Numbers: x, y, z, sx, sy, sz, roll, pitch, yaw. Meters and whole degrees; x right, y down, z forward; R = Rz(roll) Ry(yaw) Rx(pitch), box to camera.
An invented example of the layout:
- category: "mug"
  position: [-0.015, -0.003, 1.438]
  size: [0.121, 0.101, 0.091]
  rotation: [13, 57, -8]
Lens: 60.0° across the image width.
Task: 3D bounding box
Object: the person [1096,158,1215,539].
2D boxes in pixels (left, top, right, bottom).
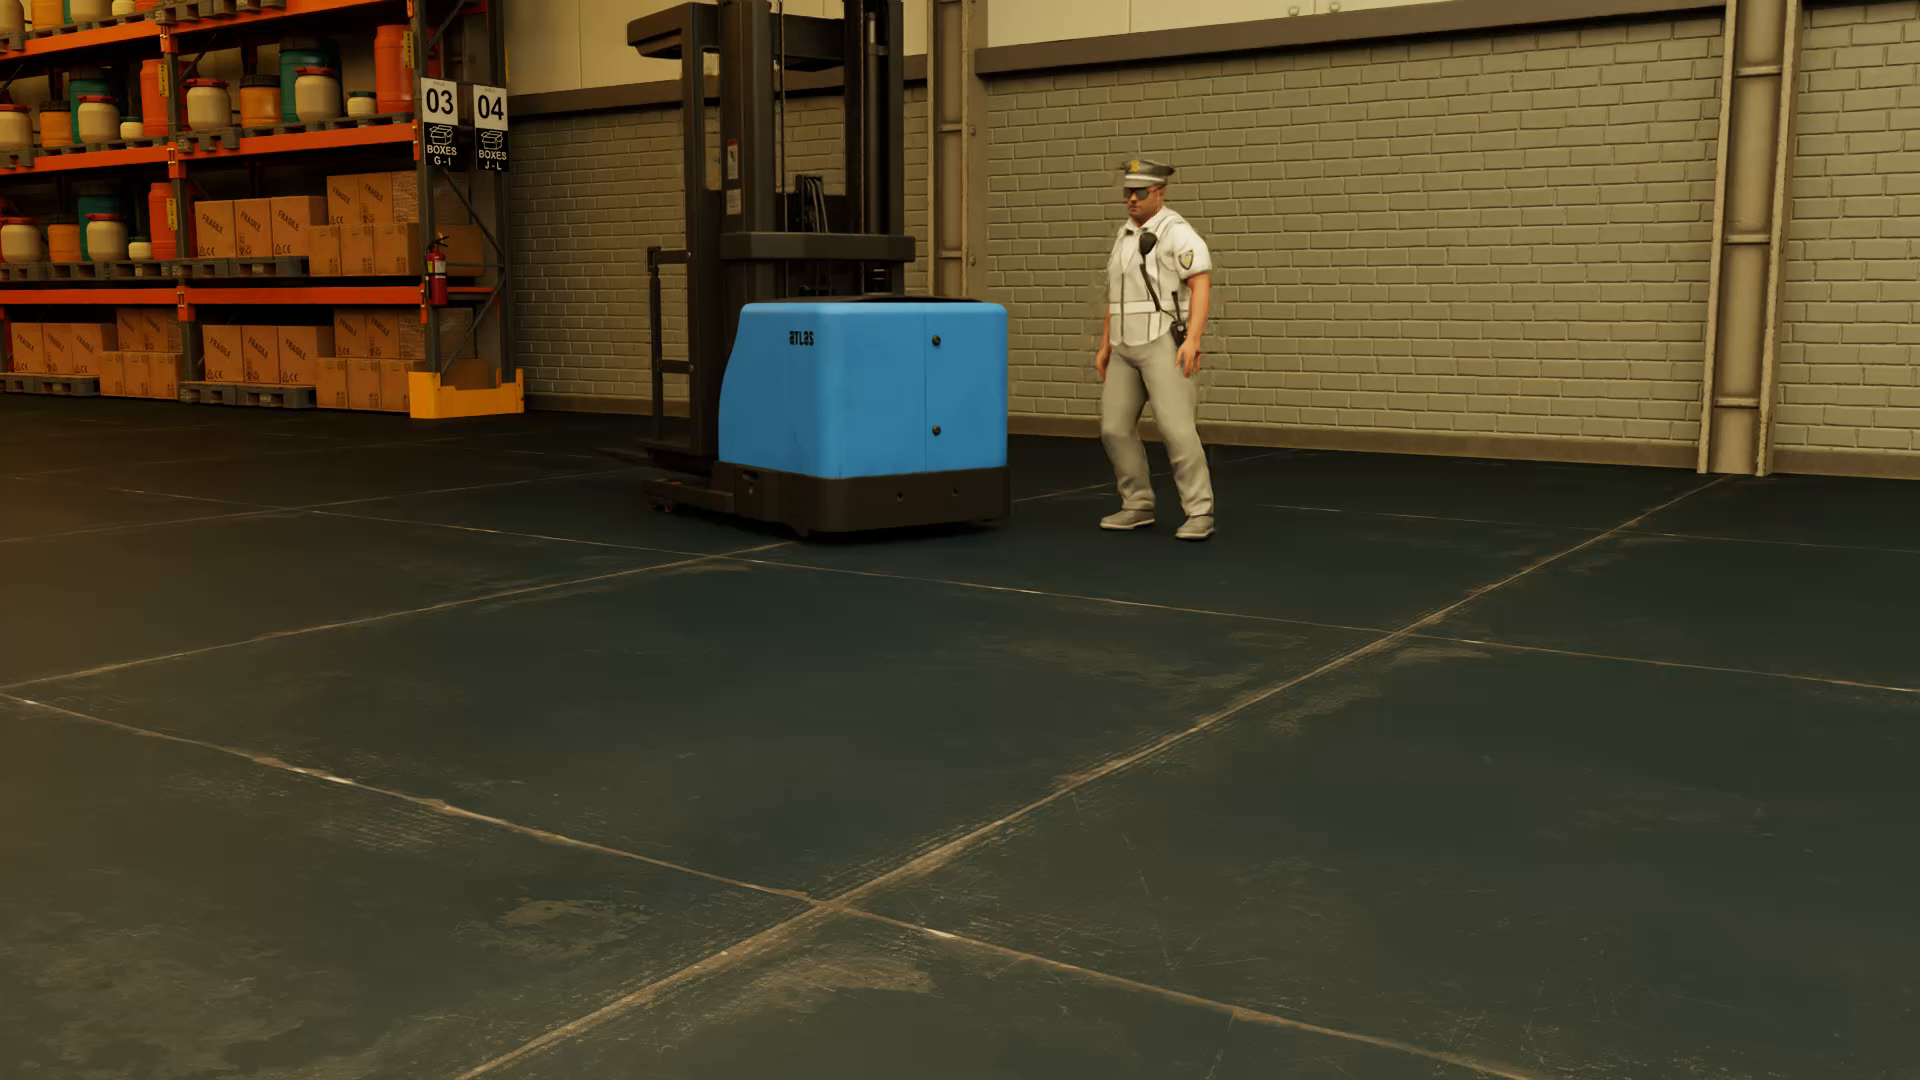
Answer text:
- category: "person"
  position: [0.917, -0.900, 7.800]
  size: [0.384, 1.728, 0.790]
  rotation: [-6, 10, -36]

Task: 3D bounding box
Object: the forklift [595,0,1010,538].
- category: "forklift"
  position: [-1.018, -1.624, 8.613]
  size: [1.130, 2.935, 3.031]
  rotation: [-6, 10, -35]
